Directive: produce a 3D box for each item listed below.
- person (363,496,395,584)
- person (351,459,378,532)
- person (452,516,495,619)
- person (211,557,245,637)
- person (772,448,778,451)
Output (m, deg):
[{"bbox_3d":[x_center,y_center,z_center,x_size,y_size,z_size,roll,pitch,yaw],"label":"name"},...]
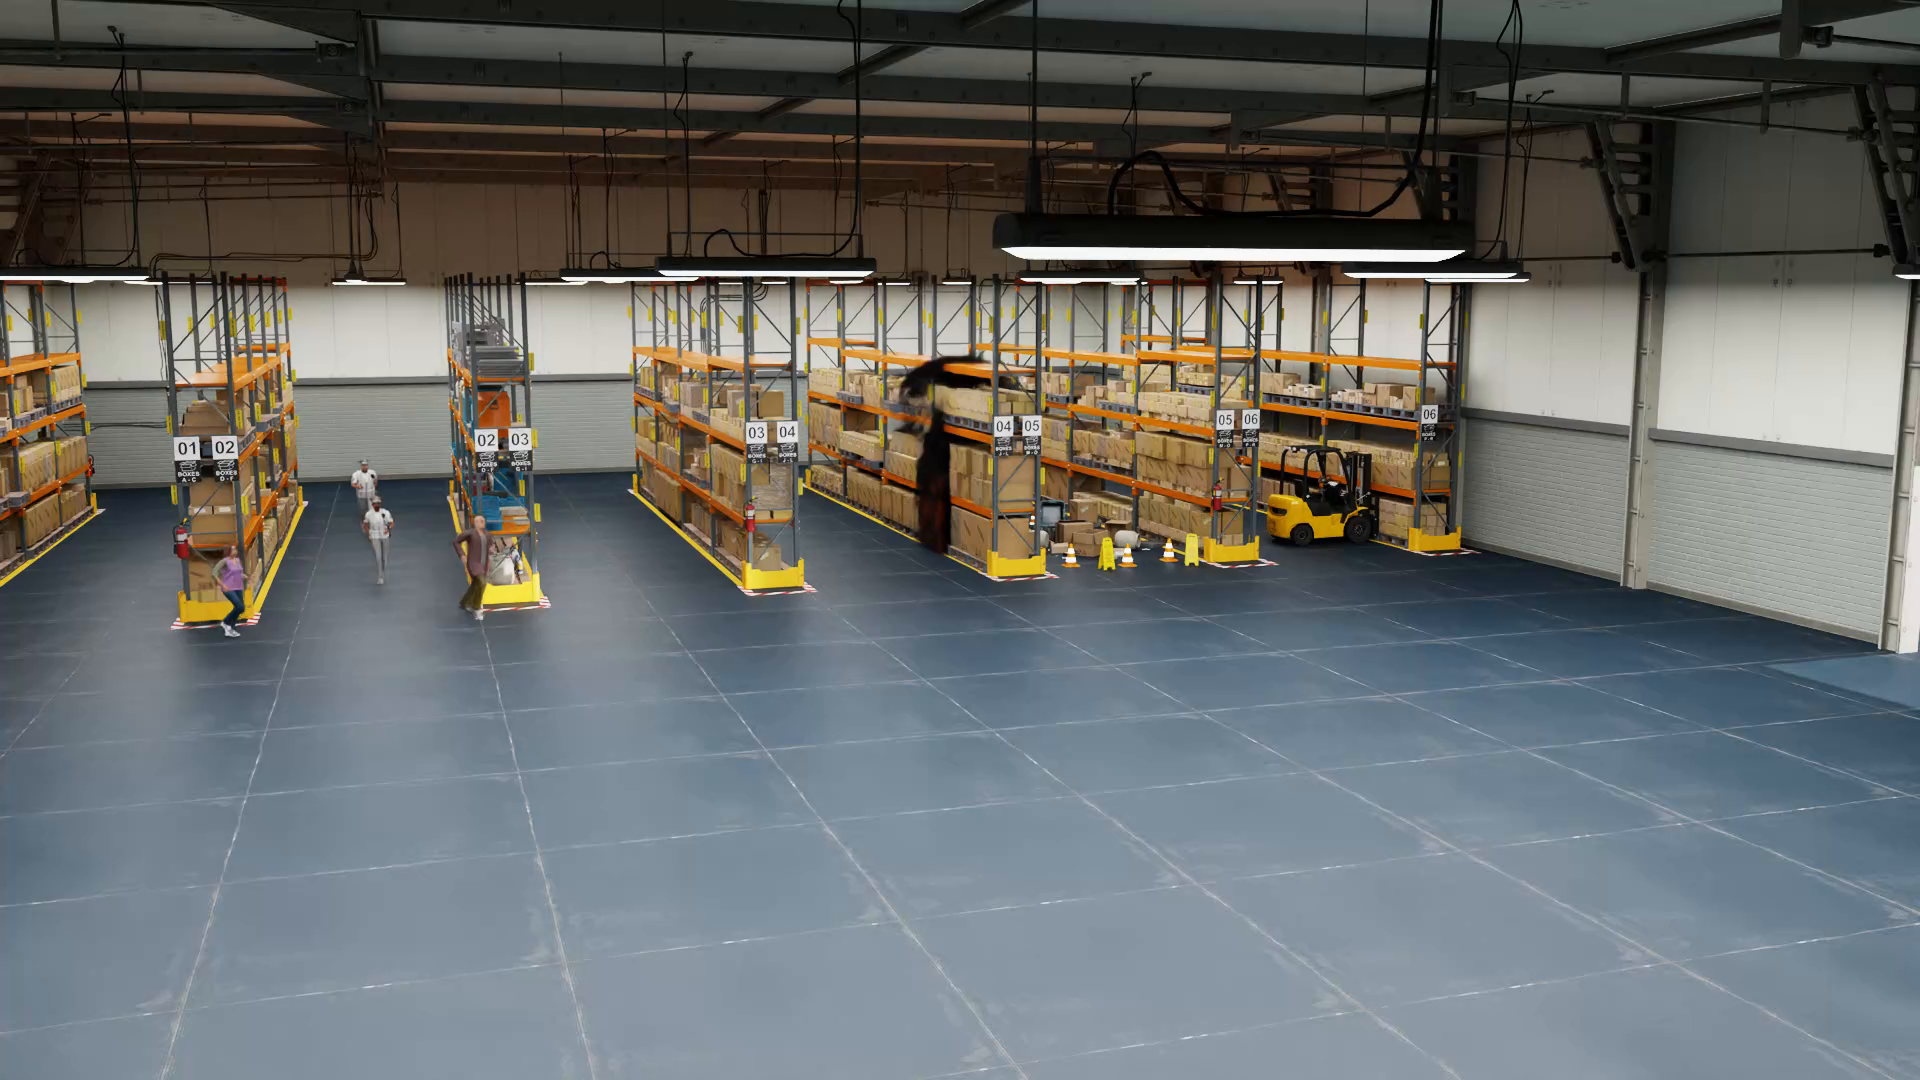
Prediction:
[{"bbox_3d":[-11.363,-0.036,32.566,0.573,1.696,0.859,-4,9,-24],"label":"person"},{"bbox_3d":[-13.884,-1.002,38.826,0.608,1.813,0.909,-3,9,-22],"label":"person"},{"bbox_3d":[-8.503,0.479,29.266,0.822,1.823,0.692,5,10,29],"label":"person"},{"bbox_3d":[-11.987,0.947,27.456,0.454,1.324,0.560,2,9,16],"label":"person"},{"bbox_3d":[-5.652,-2.447,48.663,0.831,1.713,0.784,-8,12,-44],"label":"person"}]
